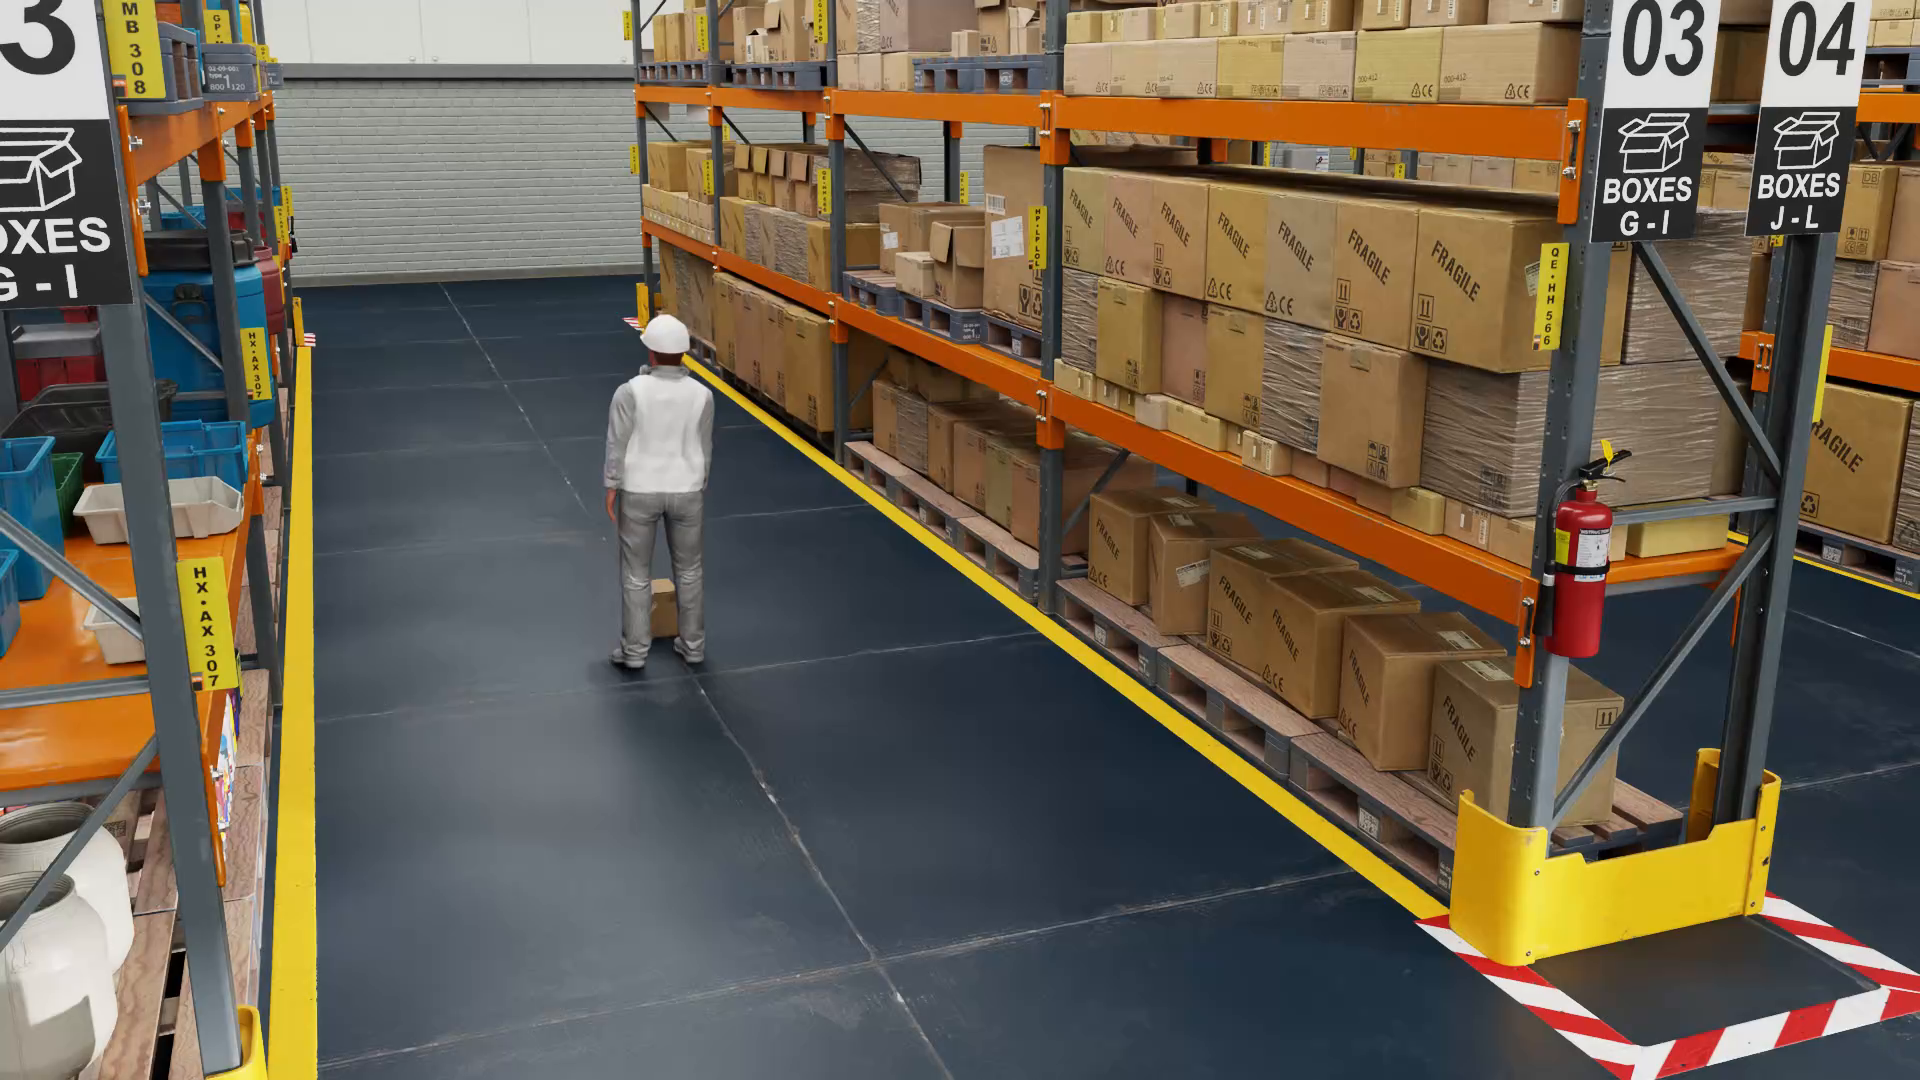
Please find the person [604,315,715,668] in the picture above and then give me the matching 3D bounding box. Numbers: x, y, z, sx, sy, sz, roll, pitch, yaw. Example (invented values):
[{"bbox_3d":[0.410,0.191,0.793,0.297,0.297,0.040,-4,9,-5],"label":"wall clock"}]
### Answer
[{"bbox_3d":[-1.502,-0.240,8.342,0.572,1.781,0.355,-5,16,-19],"label":"person"}]
